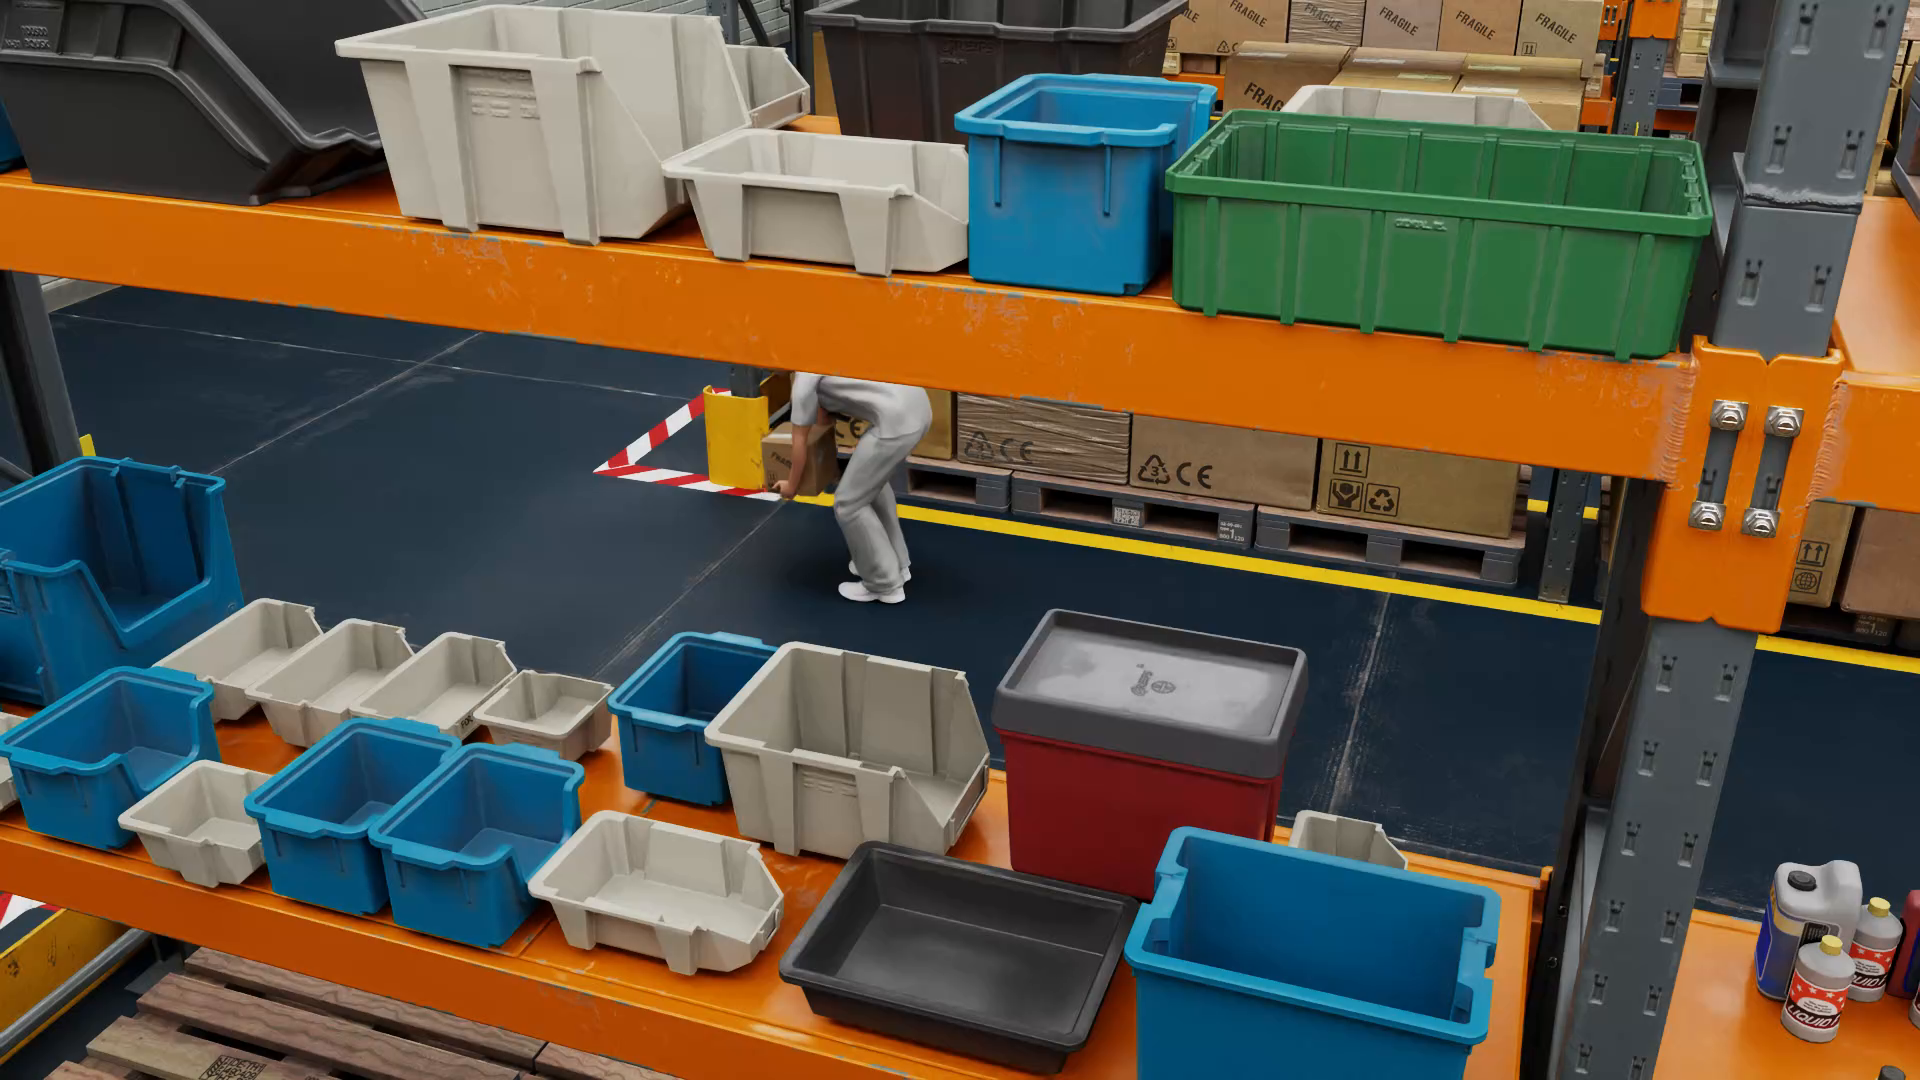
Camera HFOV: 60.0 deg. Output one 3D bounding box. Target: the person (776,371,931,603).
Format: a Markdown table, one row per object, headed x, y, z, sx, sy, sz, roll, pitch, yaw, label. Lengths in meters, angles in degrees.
| x | y | z | sx | sy | sz | roll | pitch | yaw | label |
| --- | --- | --- | --- | --- | --- | --- | --- | --- | --- |
| -0.529 | -0.398 | 7.351 | 0.802 | 1.316 | 0.415 | 8 | 27 | 16 | person |
